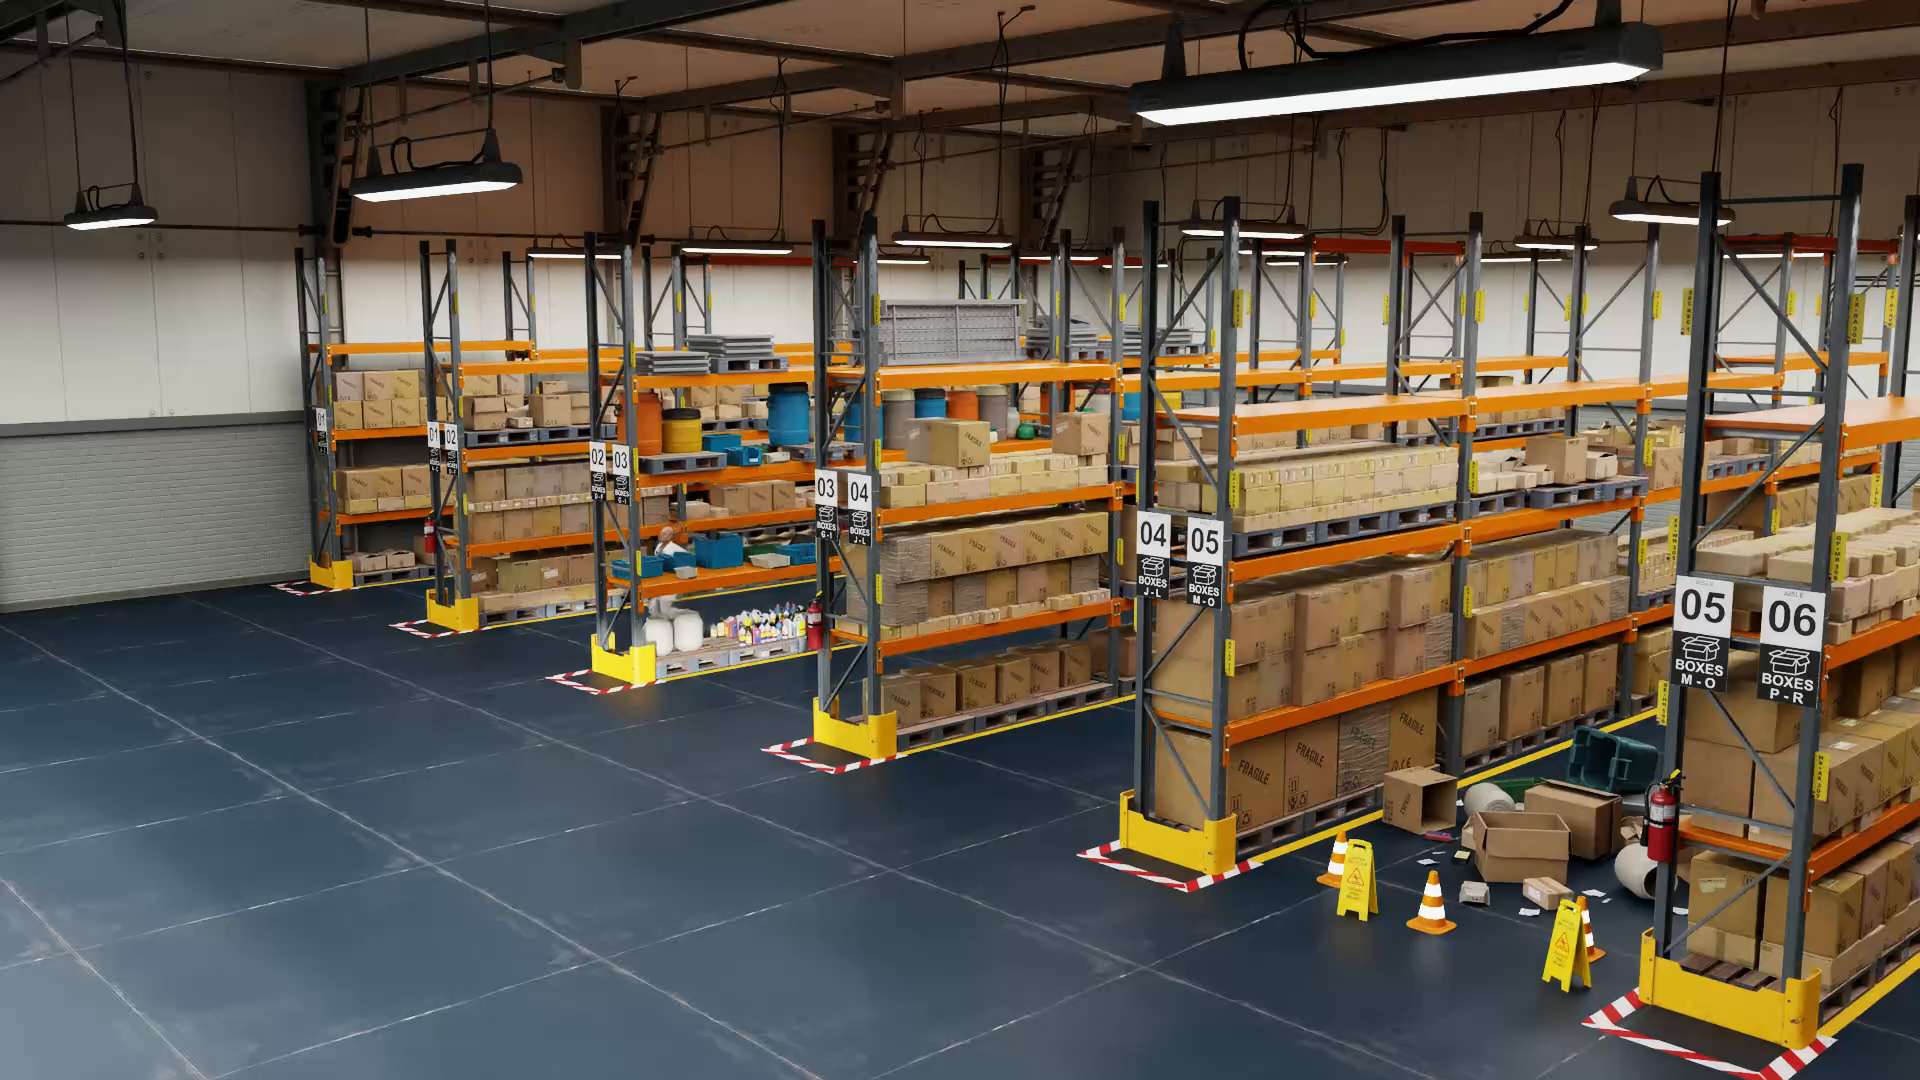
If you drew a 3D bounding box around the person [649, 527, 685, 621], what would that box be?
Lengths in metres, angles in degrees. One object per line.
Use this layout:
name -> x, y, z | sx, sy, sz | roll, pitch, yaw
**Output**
person -> -4.389, 0.657, 24.957 | 0.711, 1.727, 0.716 | 7, 11, 40
